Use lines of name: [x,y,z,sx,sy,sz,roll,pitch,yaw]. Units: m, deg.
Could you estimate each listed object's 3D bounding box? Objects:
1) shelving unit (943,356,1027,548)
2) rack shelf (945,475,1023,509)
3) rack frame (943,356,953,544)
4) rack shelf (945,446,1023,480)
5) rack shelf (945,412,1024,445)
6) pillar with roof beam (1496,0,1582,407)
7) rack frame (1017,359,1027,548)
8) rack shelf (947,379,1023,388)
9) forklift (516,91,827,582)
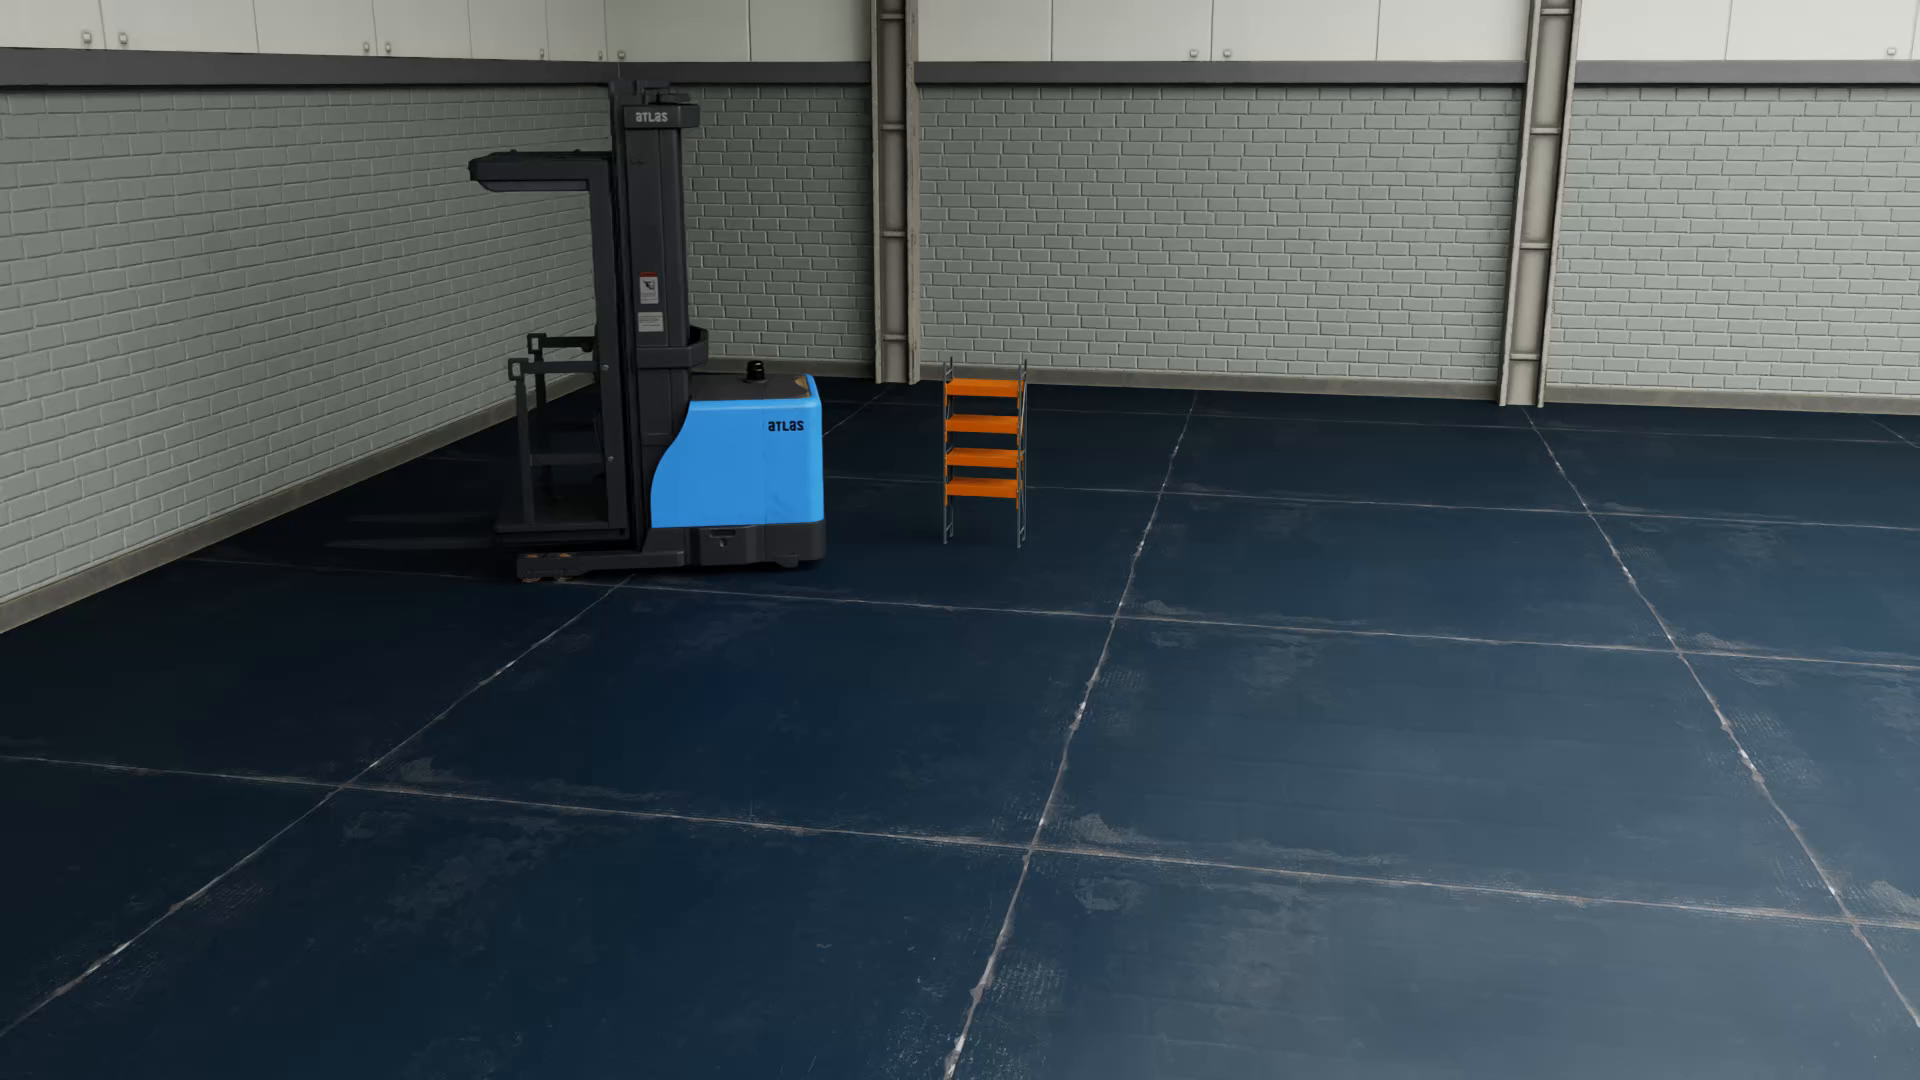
shelving unit: [13.650,-0.152,7.890,28.100,1.949,0.597,3,16,11]
rack shelf: [0.162,-0.313,10.871,0.480,0.148,0.258,3,16,11]
rack frame: [-0.077,-0.582,10.847,0.015,1.200,0.240,3,16,11]
rack shelf: [13.656,-0.373,7.828,28.088,1.490,0.597,3,16,11]
rack shelf: [0.162,-0.720,10.758,0.480,0.148,0.258,3,16,11]
pillar with roof beam: [4.397,-4.493,10.357,0.400,9.000,9.100,3,16,11]
rack frame: [0.401,-0.556,10.753,0.015,1.200,0.240,3,16,11]
rack shelf: [0.162,-0.986,10.685,0.457,0.050,0.221,3,16,11]
forklift: [-1.847,-1.294,10.292,1.939,2.867,1.129,-2,16,-7]
